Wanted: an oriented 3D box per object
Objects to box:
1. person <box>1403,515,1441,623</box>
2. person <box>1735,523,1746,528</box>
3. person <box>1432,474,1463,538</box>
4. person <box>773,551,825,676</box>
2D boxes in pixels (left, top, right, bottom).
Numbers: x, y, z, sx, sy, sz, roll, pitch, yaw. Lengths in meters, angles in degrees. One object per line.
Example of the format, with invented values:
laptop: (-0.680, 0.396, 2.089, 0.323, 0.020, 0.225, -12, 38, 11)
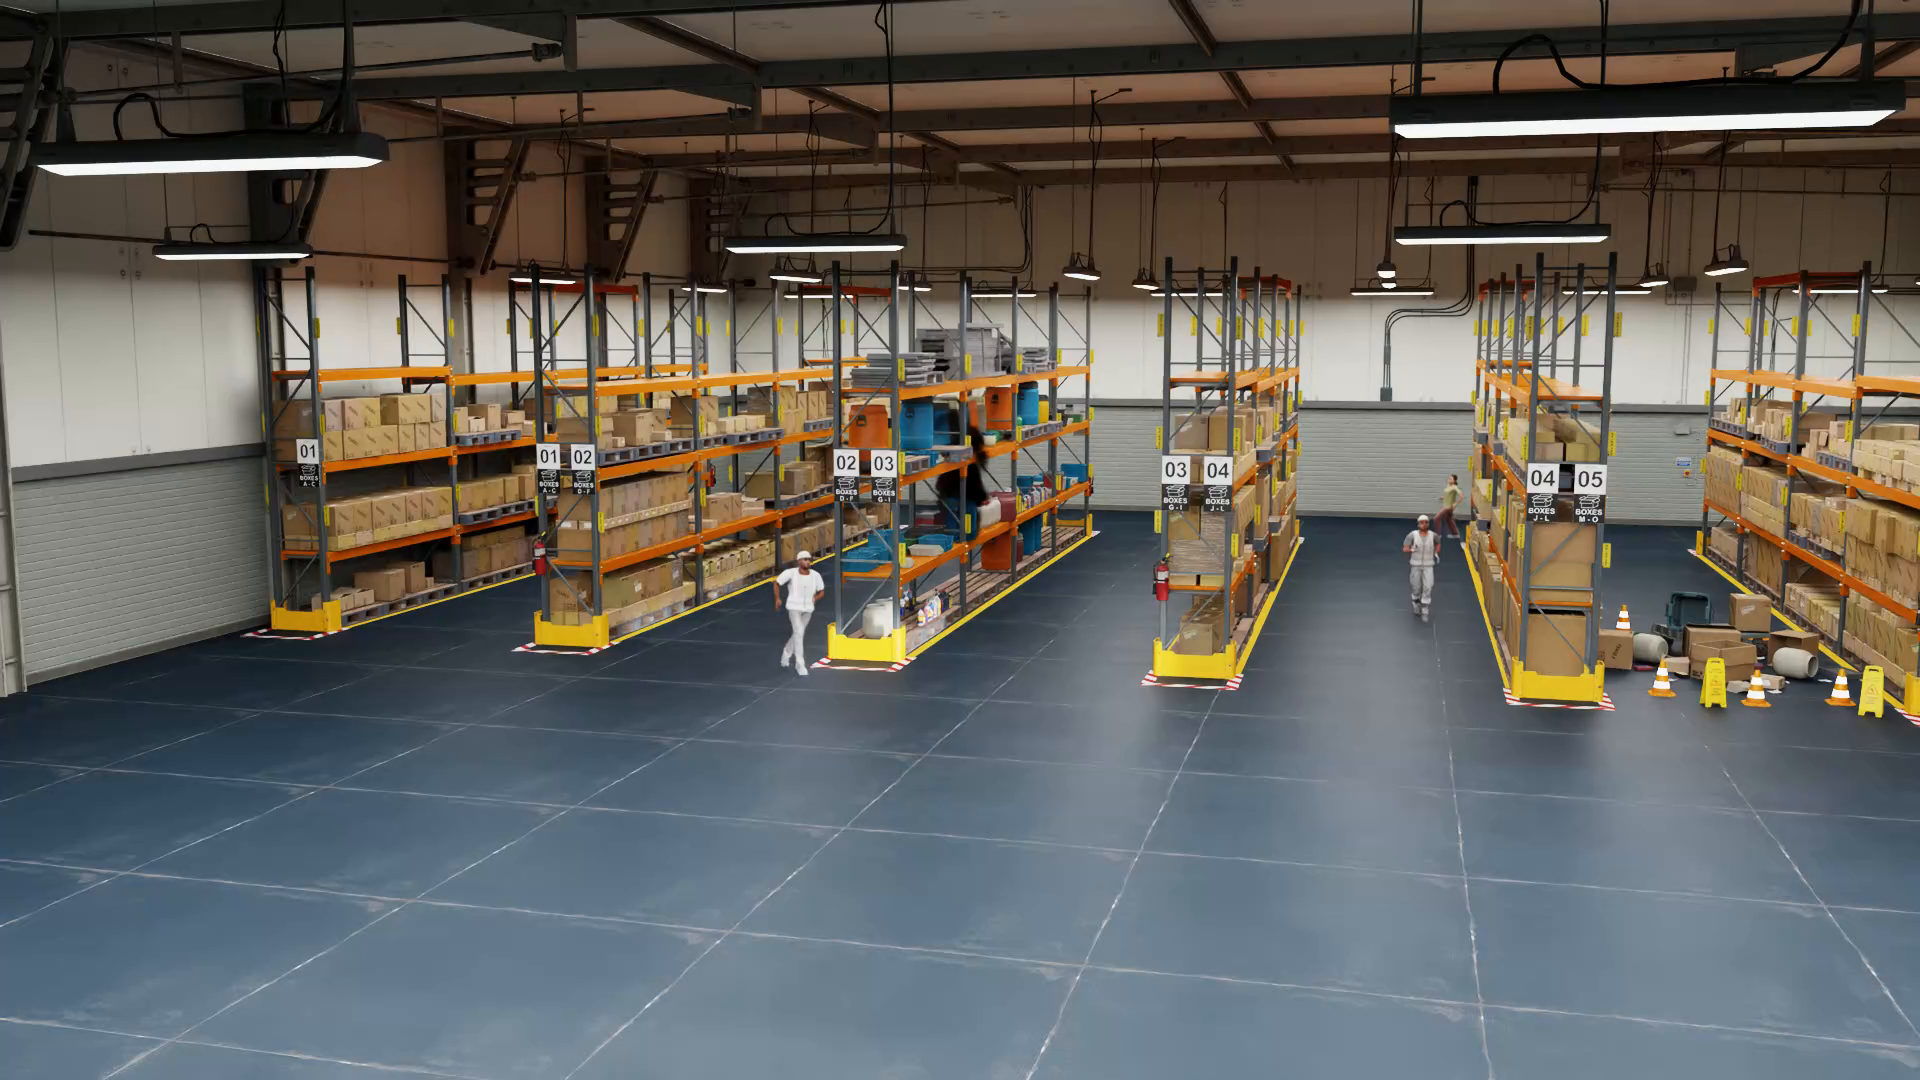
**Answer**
person: (7.921, 0.464, 28.520, 0.645, 1.795, 0.901, 2, 7, 12)
person: (17.901, -0.611, 37.823, 0.799, 1.666, 0.524, -6, 9, -38)
person: (11.516, -0.781, 39.429, 0.779, 1.625, 0.711, 2, 8, 16)
person: (-2.300, 1.038, 24.348, 0.724, 1.756, 0.900, -4, 8, -30)
